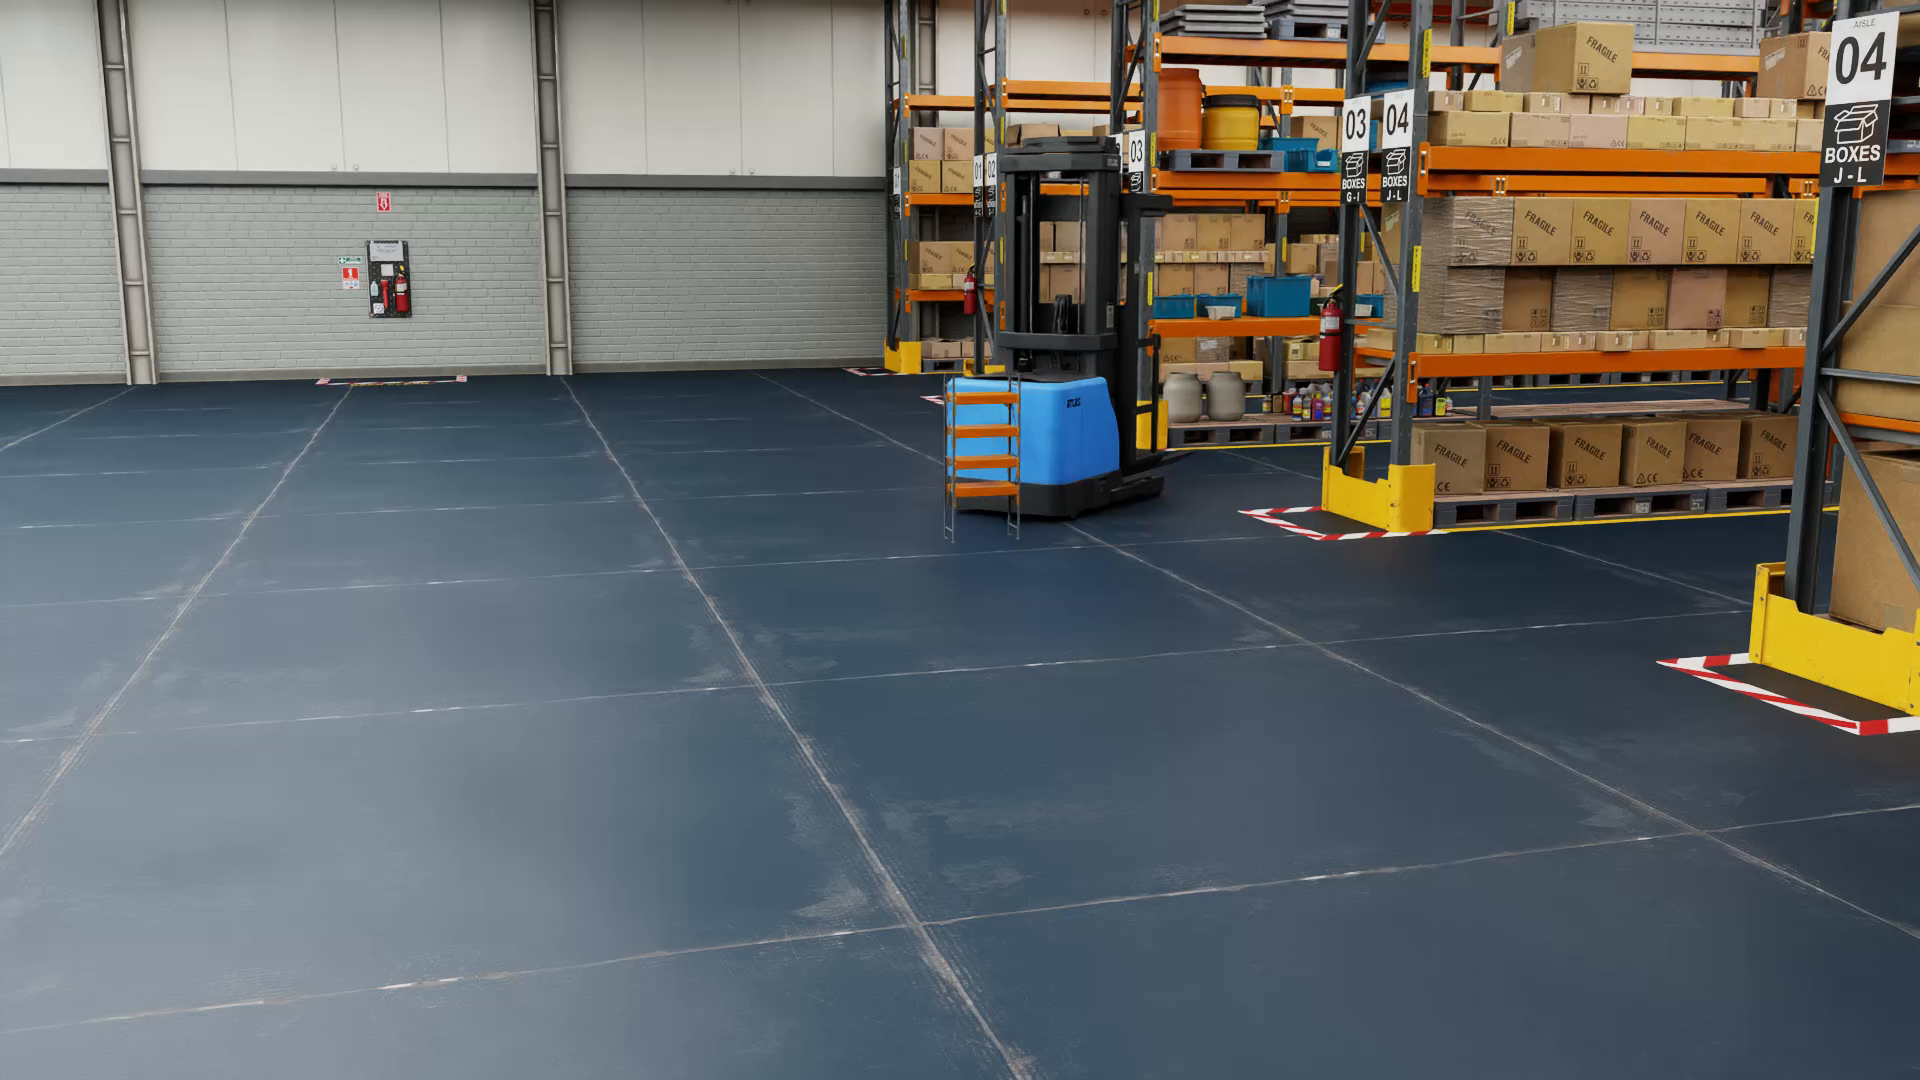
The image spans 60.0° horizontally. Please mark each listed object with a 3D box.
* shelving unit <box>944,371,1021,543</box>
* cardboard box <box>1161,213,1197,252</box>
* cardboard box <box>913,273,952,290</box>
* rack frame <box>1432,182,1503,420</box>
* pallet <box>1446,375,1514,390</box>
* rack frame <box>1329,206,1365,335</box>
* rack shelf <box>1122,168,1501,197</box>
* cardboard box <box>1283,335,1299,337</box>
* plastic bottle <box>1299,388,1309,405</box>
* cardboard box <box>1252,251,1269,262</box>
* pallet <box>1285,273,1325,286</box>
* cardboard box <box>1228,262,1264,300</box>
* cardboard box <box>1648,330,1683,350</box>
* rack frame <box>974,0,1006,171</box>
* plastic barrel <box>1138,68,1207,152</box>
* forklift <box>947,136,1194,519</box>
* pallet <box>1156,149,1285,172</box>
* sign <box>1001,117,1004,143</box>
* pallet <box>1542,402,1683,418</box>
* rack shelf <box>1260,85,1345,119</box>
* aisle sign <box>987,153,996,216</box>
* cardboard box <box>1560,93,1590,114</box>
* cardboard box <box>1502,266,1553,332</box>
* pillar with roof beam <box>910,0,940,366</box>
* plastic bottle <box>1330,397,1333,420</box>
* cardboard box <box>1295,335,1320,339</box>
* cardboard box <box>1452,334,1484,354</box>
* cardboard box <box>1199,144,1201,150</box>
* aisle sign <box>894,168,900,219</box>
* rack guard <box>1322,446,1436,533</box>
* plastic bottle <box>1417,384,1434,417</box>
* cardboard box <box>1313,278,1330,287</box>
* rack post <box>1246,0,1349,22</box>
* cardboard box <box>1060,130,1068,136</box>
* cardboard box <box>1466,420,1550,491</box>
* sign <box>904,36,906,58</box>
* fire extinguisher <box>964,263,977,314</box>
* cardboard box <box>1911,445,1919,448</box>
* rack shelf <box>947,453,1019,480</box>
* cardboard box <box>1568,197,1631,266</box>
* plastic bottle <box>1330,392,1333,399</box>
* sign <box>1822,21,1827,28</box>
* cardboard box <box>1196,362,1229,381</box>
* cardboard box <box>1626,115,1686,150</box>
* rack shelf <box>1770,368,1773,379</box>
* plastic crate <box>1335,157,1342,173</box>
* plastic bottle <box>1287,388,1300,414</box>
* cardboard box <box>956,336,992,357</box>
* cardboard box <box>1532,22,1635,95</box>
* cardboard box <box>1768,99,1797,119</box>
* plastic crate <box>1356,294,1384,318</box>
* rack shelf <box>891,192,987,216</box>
[{"bbox_3d":[0.159,-0.598,11.983,0.503,1.200,0.258,-3,11,-16],"label":"shelving unit"},{"bbox_3d":[2.836,-4.169,22.550,0.500,0.500,0.700,-3,11,-16],"label":"cardboard box"},{"bbox_3d":[-0.446,-4.121,26.505,0.500,0.250,0.500,-3,11,-18],"label":"cardboard box"},{"bbox_3d":[5.607,-2.695,18.403,0.127,3.000,1.000,-3,11,-16],"label":"rack frame"},{"bbox_3d":[7.265,-2.353,24.244,1.213,0.211,1.003,-3,11,-16],"label":"pallet"},{"bbox_3d":[6.678,-4.620,28.858,0.127,3.000,1.000,-3,11,-16],"label":"rack frame"},{"bbox_3d":[3.686,-3.716,17.647,4.000,0.370,1.077,-3,11,-16],"label":"rack shelf"},{"bbox_3d":[5.474,-3.556,28.765,0.500,0.500,0.700,-3,11,-16],"label":"cardboard box"},{"bbox_3d":[3.790,-1.554,18.511,0.135,0.276,0.152,-3,11,-18],"label":"plastic bottle"},{"bbox_3d":[4.025,-3.874,22.737,0.250,0.149,0.380,-3,11,-16],"label":"cardboard box"},{"bbox_3d":[6.024,-4.471,28.579,1.003,0.211,1.213,-3,11,-16],"label":"pallet"},{"bbox_3d":[3.801,-3.582,22.945,0.500,0.500,0.700,-3,11,-17],"label":"cardboard box"},{"bbox_3d":[5.422,-1.576,13.014,0.250,0.149,0.380,-3,11,-16],"label":"cardboard box"},{"bbox_3d":[0.385,-6.305,21.439,0.127,3.000,1.000,-3,11,-16],"label":"rack frame"},{"bbox_3d":[2.197,-4.433,17.209,0.708,0.830,0.600,-3,11,-16],"label":"plastic barrel"},{"bbox_3d":[1.078,-1.827,13.874,1.130,2.935,3.031,6,12,30],"label":"forklift"},{"bbox_3d":[2.588,-3.900,17.184,1.213,0.211,1.003,-3,11,-16],"label":"pallet"},{"bbox_3d":[0.535,-5.202,21.099,0.005,0.325,0.100,-3,11,-16],"label":"sign"},{"bbox_3d":[7.523,-1.433,19.247,1.213,0.211,1.003,-3,11,-16],"label":"pallet"},{"bbox_3d":[6.146,-6.058,23.190,4.000,0.370,1.077,-3,11,-16],"label":"rack shelf"},{"bbox_3d":[0.408,-4.576,21.440,0.004,0.787,0.394,-3,11,-16],"label":"aisle sign"},{"bbox_3d":[4.479,-3.247,12.426,0.250,0.149,0.380,-3,11,-16],"label":"cardboard box"},{"bbox_3d":[4.133,-1.897,12.967,0.500,0.500,0.875,-3,11,-16],"label":"cardboard box"},{"bbox_3d":[0.631,-6.603,23.060,0.400,9.000,9.100,-3,11,-16],"label":"pillar with roof beam"},{"bbox_3d":[4.019,-1.428,17.837,0.097,0.271,0.097,0,10,0],"label":"plastic bottle"},{"bbox_3d":[5.032,-2.785,23.773,0.500,0.311,0.500,-3,11,-14],"label":"cardboard box"},{"bbox_3d":[3.736,-1.491,12.553,0.250,0.149,0.380,-3,11,-16],"label":"cardboard box"},{"bbox_3d":[3.150,-5.257,22.730,0.500,0.311,0.500,-4,11,-19],"label":"cardboard box"},{"bbox_3d":[-0.988,-5.438,26.120,0.004,0.787,0.394,-3,11,-16],"label":"aisle sign"},{"bbox_3d":[3.223,-0.407,12.874,0.348,0.500,1.175,-3,11,-16],"label":"rack guard"},{"bbox_3d":[5.069,-1.526,18.154,0.185,0.351,0.144,-3,11,-17],"label":"plastic bottle"},{"bbox_3d":[5.019,-3.567,23.509,0.258,0.266,0.396,-3,11,-17],"label":"cardboard box"},{"bbox_3d":[3.618,-5.510,17.330,0.954,0.300,0.937,-3,11,-17],"label":"rack post"},{"bbox_3d":[1.411,-6.313,26.678,0.500,0.500,0.500,-3,11,-18],"label":"cardboard box"},{"bbox_3d":[4.319,-0.674,13.168,0.500,0.500,0.500,0,10,-1],"label":"cardboard box"},{"bbox_3d":[-0.851,-7.570,25.512,0.005,0.325,0.100,-3,11,-16],"label":"sign"},{"bbox_3d":[0.142,-3.391,22.395,0.183,0.674,0.296,-3,11,-16],"label":"fire extinguisher"},{"bbox_3d":[8.050,-0.870,14.175,0.500,0.500,0.700,-3,11,-16],"label":"cardboard box"},{"bbox_3d":[0.159,-0.532,11.996,0.480,0.148,0.258,-3,11,-16],"label":"rack shelf"},{"bbox_3d":[4.716,-2.349,12.664,0.500,0.500,0.500,-3,11,-16],"label":"cardboard box"},{"bbox_3d":[4.192,-1.548,18.478,0.135,0.276,0.152,-3,11,-16],"label":"plastic bottle"},{"bbox_3d":[9.608,-5.594,18.471,0.005,0.325,0.100,-3,11,-16],"label":"sign"},{"bbox_3d":[3.359,-2.326,22.831,0.500,0.250,0.500,-3,11,-16],"label":"cardboard box"},{"bbox_3d":[5.154,-3.092,12.685,0.500,0.250,0.500,-3,11,-14],"label":"cardboard box"},{"bbox_3d":[8.911,-1.582,14.341,4.000,0.370,1.077,-3,11,-16],"label":"rack shelf"},{"bbox_3d":[4.016,-4.034,17.974,0.450,0.188,0.336,-3,11,-16],"label":"plastic crate"},{"bbox_3d":[3.687,-1.532,18.372,0.133,0.283,0.061,-3,11,-16],"label":"plastic bottle"},{"bbox_3d":[0.234,-3.158,27.124,0.500,0.311,0.500,-2,11,-11],"label":"cardboard box"},{"bbox_3d":[4.651,-3.577,12.427,0.500,0.500,0.500,-3,11,-16],"label":"cardboard box"},{"bbox_3d":[6.261,-3.340,12.932,0.250,0.149,0.380,-4,11,-19],"label":"cardboard box"},{"bbox_3d":[4.620,-2.519,17.856,0.616,0.251,0.499,-3,11,-16],"label":"plastic crate"},{"bbox_3d":[0.917,-5.438,27.002,4.000,0.370,1.077,-3,11,-16],"label":"rack shelf"}]
